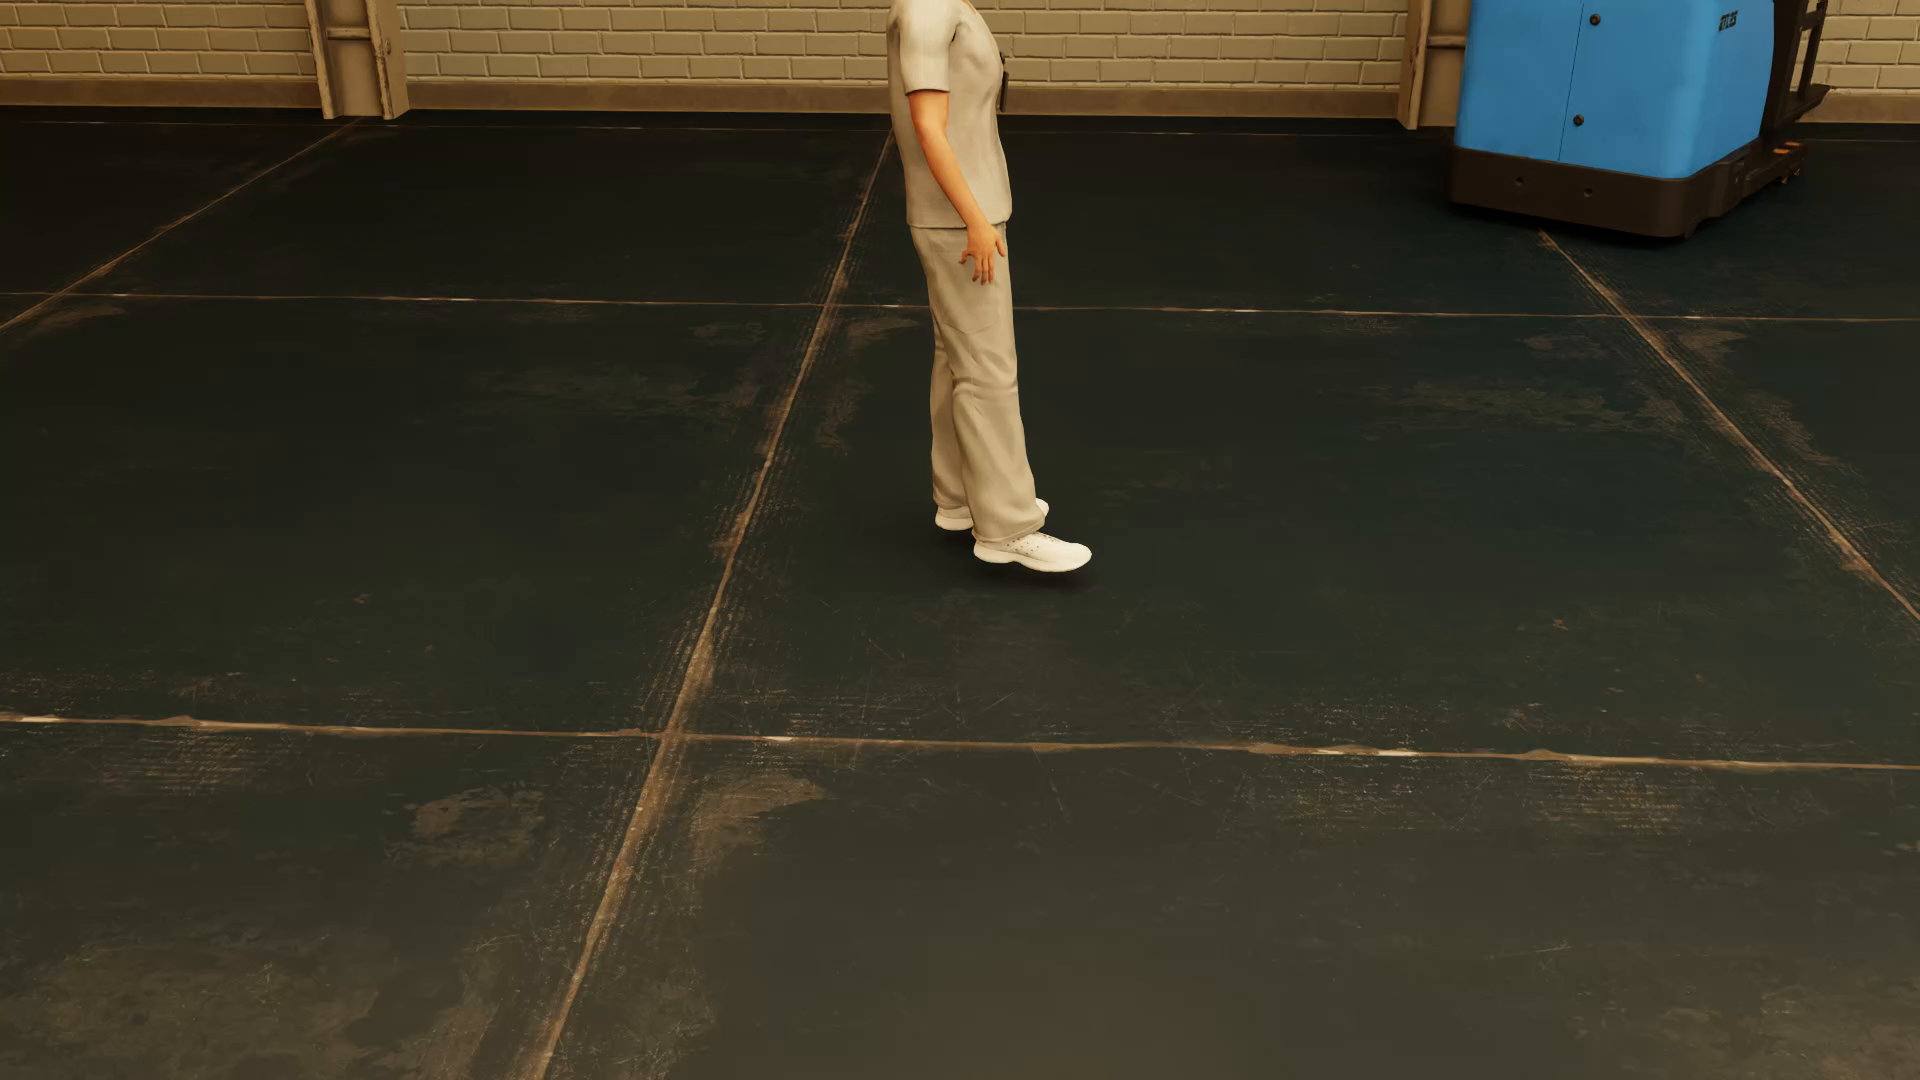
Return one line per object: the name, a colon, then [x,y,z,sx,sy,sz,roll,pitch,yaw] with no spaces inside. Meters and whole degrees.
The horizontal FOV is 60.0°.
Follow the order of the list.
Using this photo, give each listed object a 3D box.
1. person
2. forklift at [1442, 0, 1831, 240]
person: [0.073,-0.787,4.115,0.547,1.673,0.549,1,26,2]
forklift: [3.494,-3.153,7.600,1.130,2.935,3.031,20,33,35]
